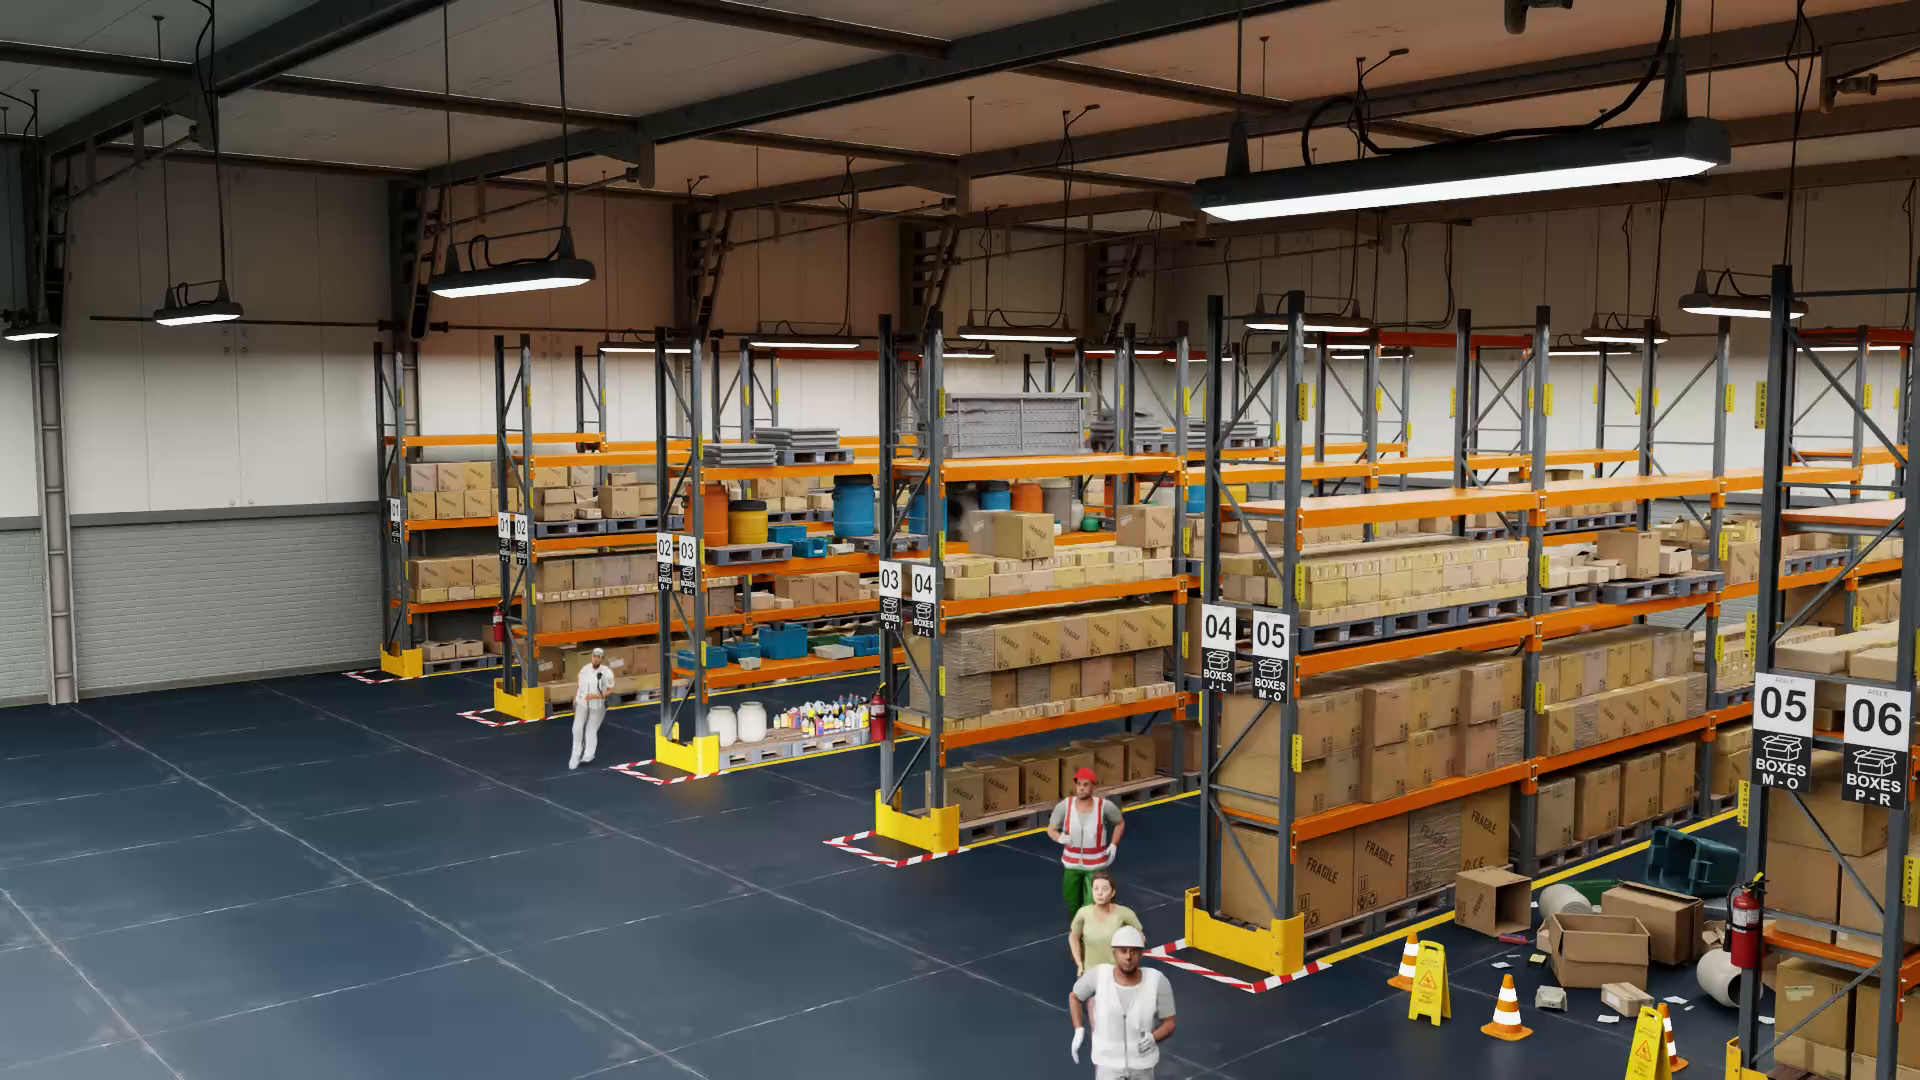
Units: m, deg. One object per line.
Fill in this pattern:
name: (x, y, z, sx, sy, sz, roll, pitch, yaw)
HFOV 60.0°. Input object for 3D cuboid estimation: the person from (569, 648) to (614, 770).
person: (-5.009, 2.279, 22.685, 0.596, 1.625, 0.670, 0, 5, 2)

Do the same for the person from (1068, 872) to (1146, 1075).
person: (1.077, 3.244, 12.249, 0.575, 1.653, 0.687, 1, 5, 9)

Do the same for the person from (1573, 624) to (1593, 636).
person: (9.378, 2.039, 25.120, 0.542, 1.705, 0.642, -5, 7, -42)

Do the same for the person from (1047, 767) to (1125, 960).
person: (1.090, 2.923, 14.738, 0.652, 1.840, 0.825, 2, 5, 17)

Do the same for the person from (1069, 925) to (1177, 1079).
person: (1.037, 3.324, 10.501, 0.659, 1.772, 0.688, 0, 5, -1)
